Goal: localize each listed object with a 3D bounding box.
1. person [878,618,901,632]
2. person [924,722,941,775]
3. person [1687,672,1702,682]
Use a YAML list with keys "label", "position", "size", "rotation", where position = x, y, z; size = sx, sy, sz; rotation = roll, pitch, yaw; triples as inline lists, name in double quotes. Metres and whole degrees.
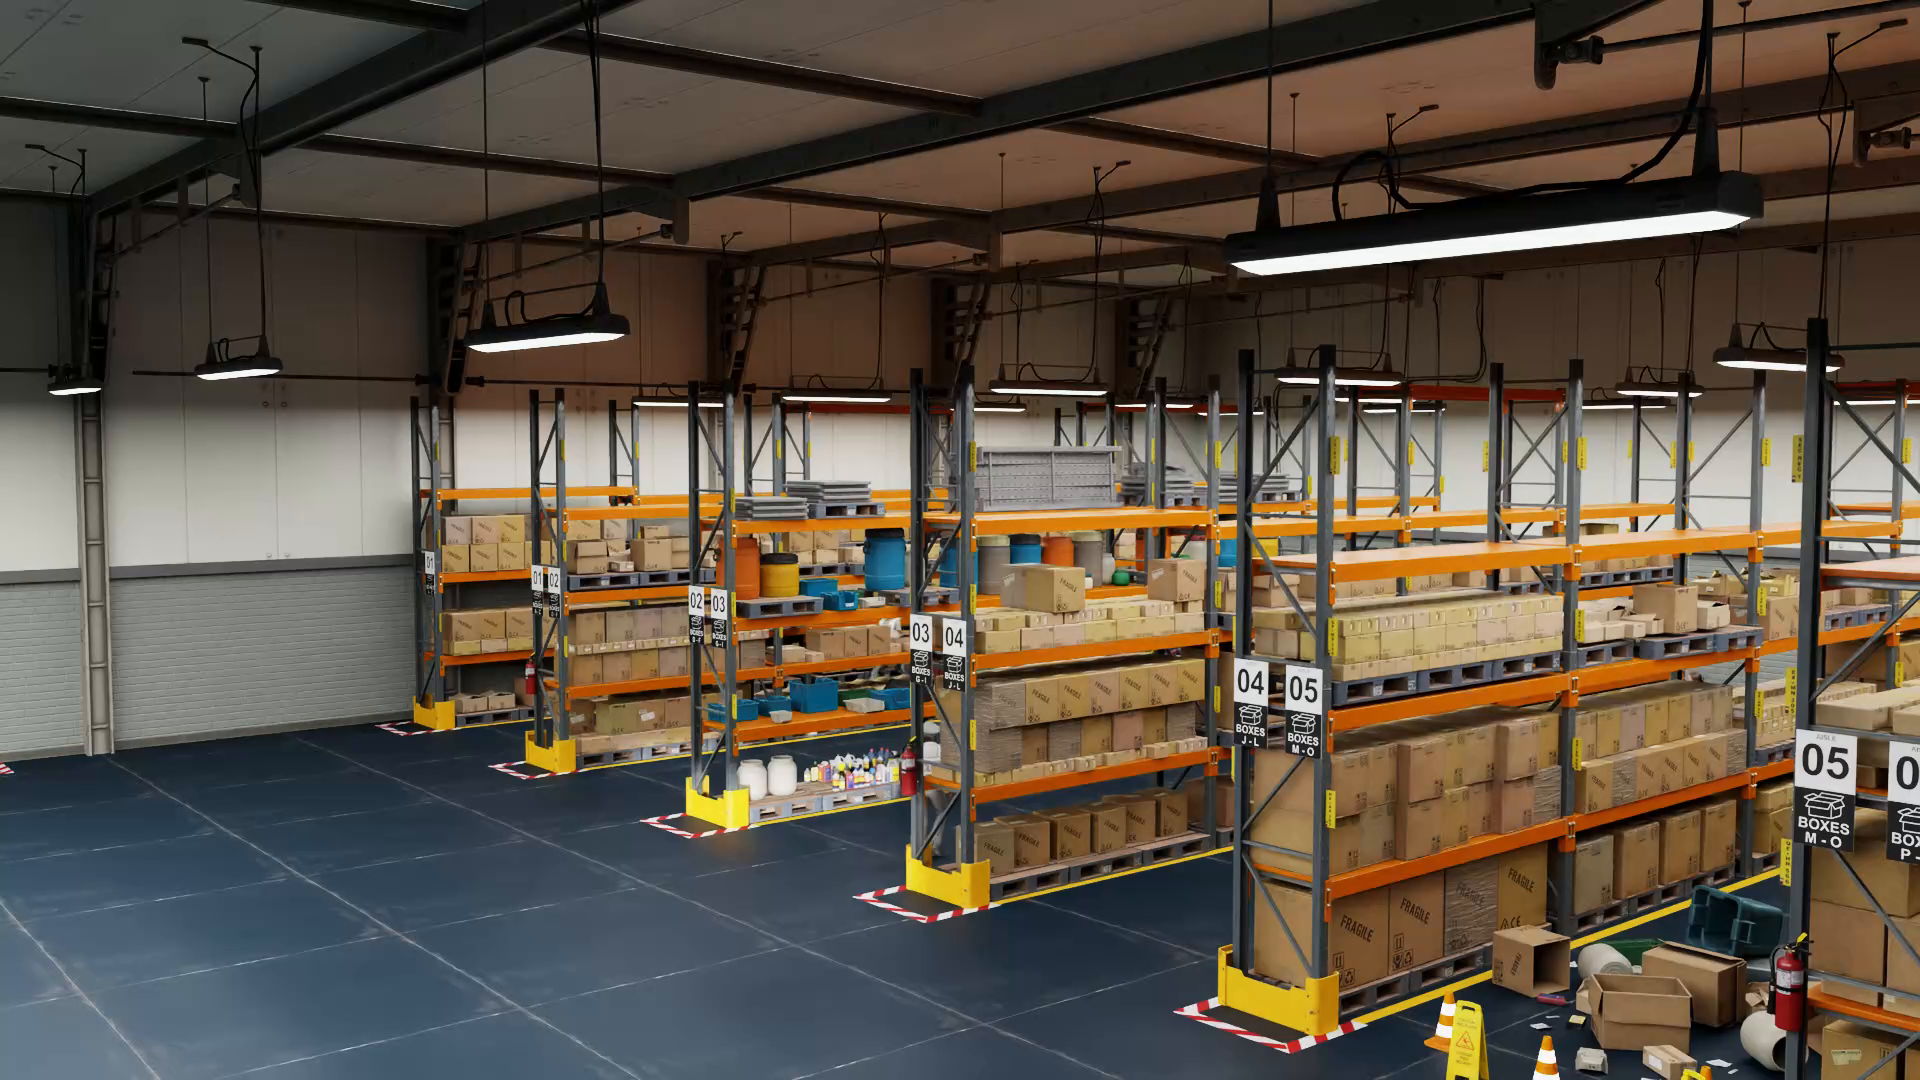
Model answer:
- label: "person"
  position: [-1.539, 2.349, 34.905]
  size: [1.089, 1.431, 0.722]
  rotation: [-3, 5, -42]
- label: "person"
  position: [-0.392, 2.687, 20.738]
  size: [0.397, 0.830, 0.374]
  rotation: [1, 3, 16]
- label: "person"
  position: [11.269, 2.832, 25.572]
  size: [0.840, 1.626, 0.486]
  rotation: [-3, 5, -42]
